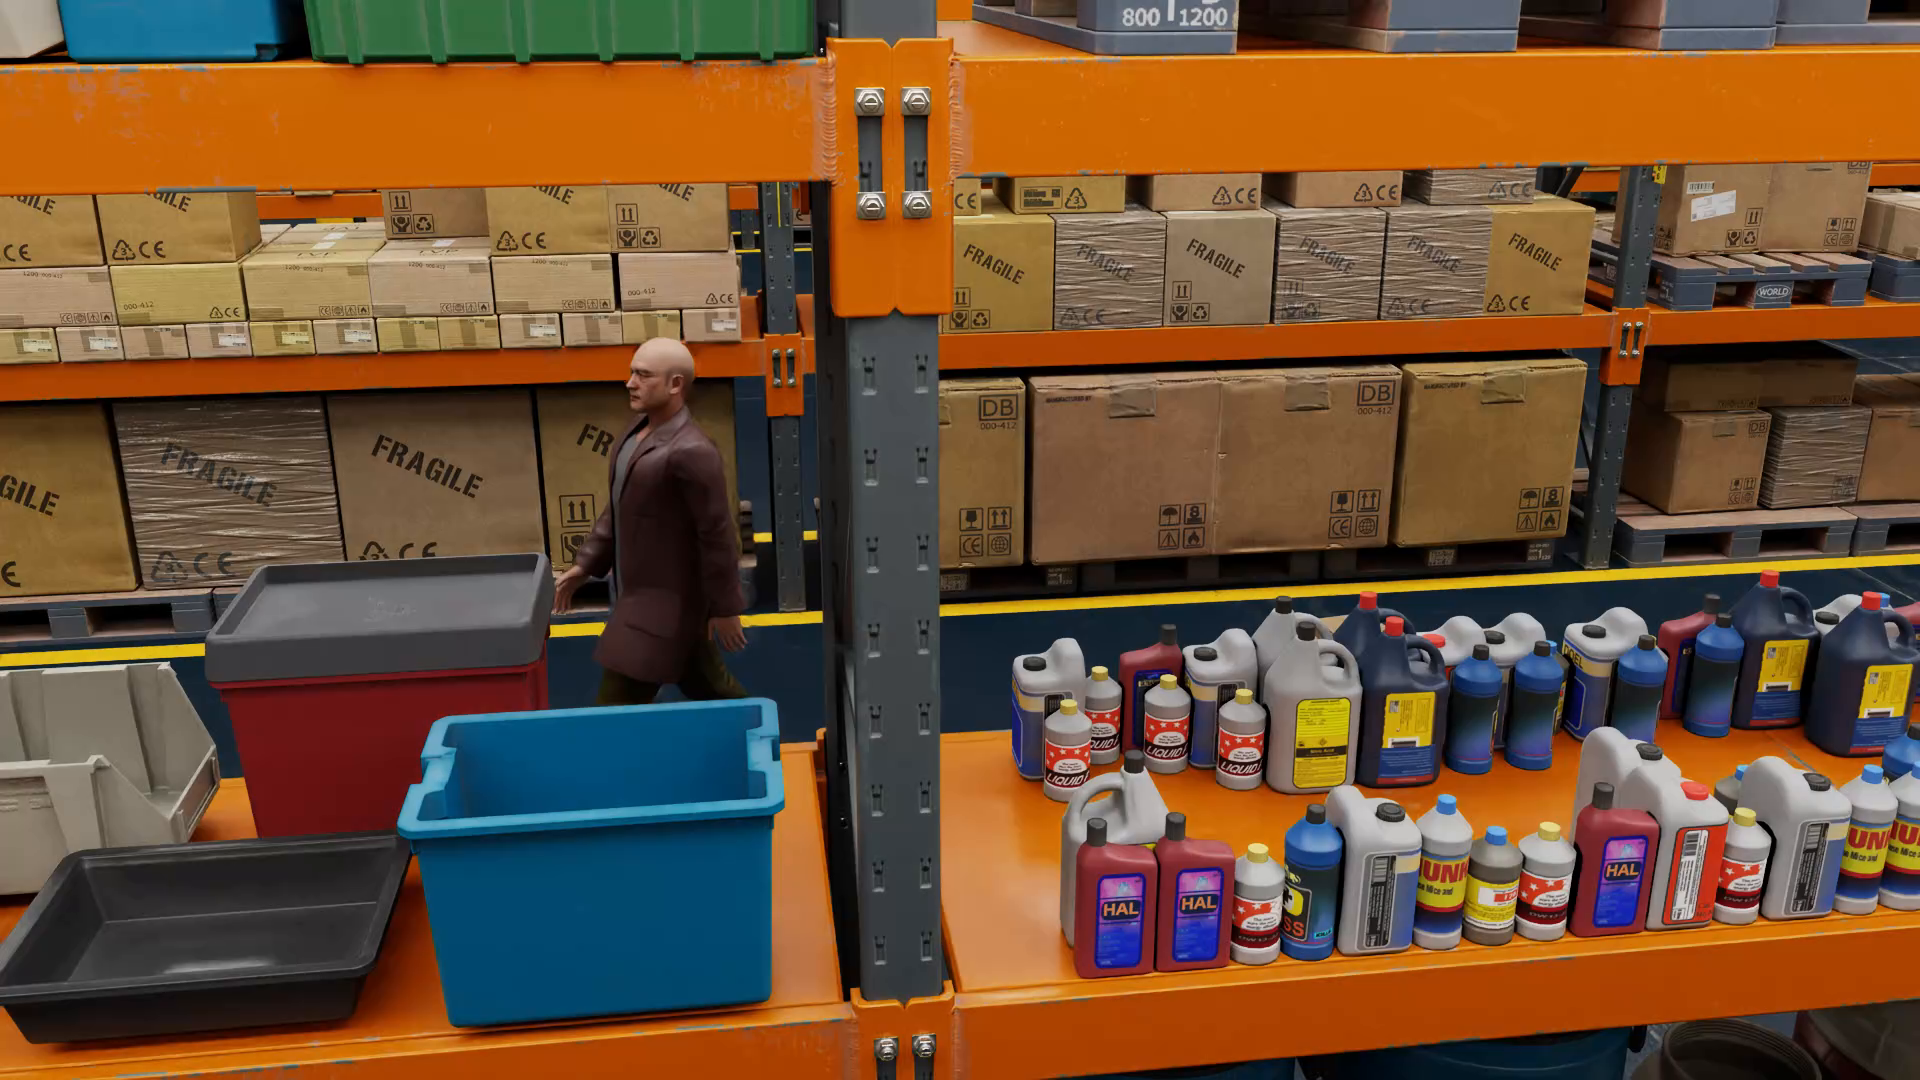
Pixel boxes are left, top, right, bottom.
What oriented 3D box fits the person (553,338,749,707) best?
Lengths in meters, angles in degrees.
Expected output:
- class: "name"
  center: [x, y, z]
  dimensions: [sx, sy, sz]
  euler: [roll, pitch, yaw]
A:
- class: "person"
  center: [-1.081, 0.180, 5.556]
  dimensions: [1.090, 1.717, 0.569]
  euler: [-9, 21, -23]
